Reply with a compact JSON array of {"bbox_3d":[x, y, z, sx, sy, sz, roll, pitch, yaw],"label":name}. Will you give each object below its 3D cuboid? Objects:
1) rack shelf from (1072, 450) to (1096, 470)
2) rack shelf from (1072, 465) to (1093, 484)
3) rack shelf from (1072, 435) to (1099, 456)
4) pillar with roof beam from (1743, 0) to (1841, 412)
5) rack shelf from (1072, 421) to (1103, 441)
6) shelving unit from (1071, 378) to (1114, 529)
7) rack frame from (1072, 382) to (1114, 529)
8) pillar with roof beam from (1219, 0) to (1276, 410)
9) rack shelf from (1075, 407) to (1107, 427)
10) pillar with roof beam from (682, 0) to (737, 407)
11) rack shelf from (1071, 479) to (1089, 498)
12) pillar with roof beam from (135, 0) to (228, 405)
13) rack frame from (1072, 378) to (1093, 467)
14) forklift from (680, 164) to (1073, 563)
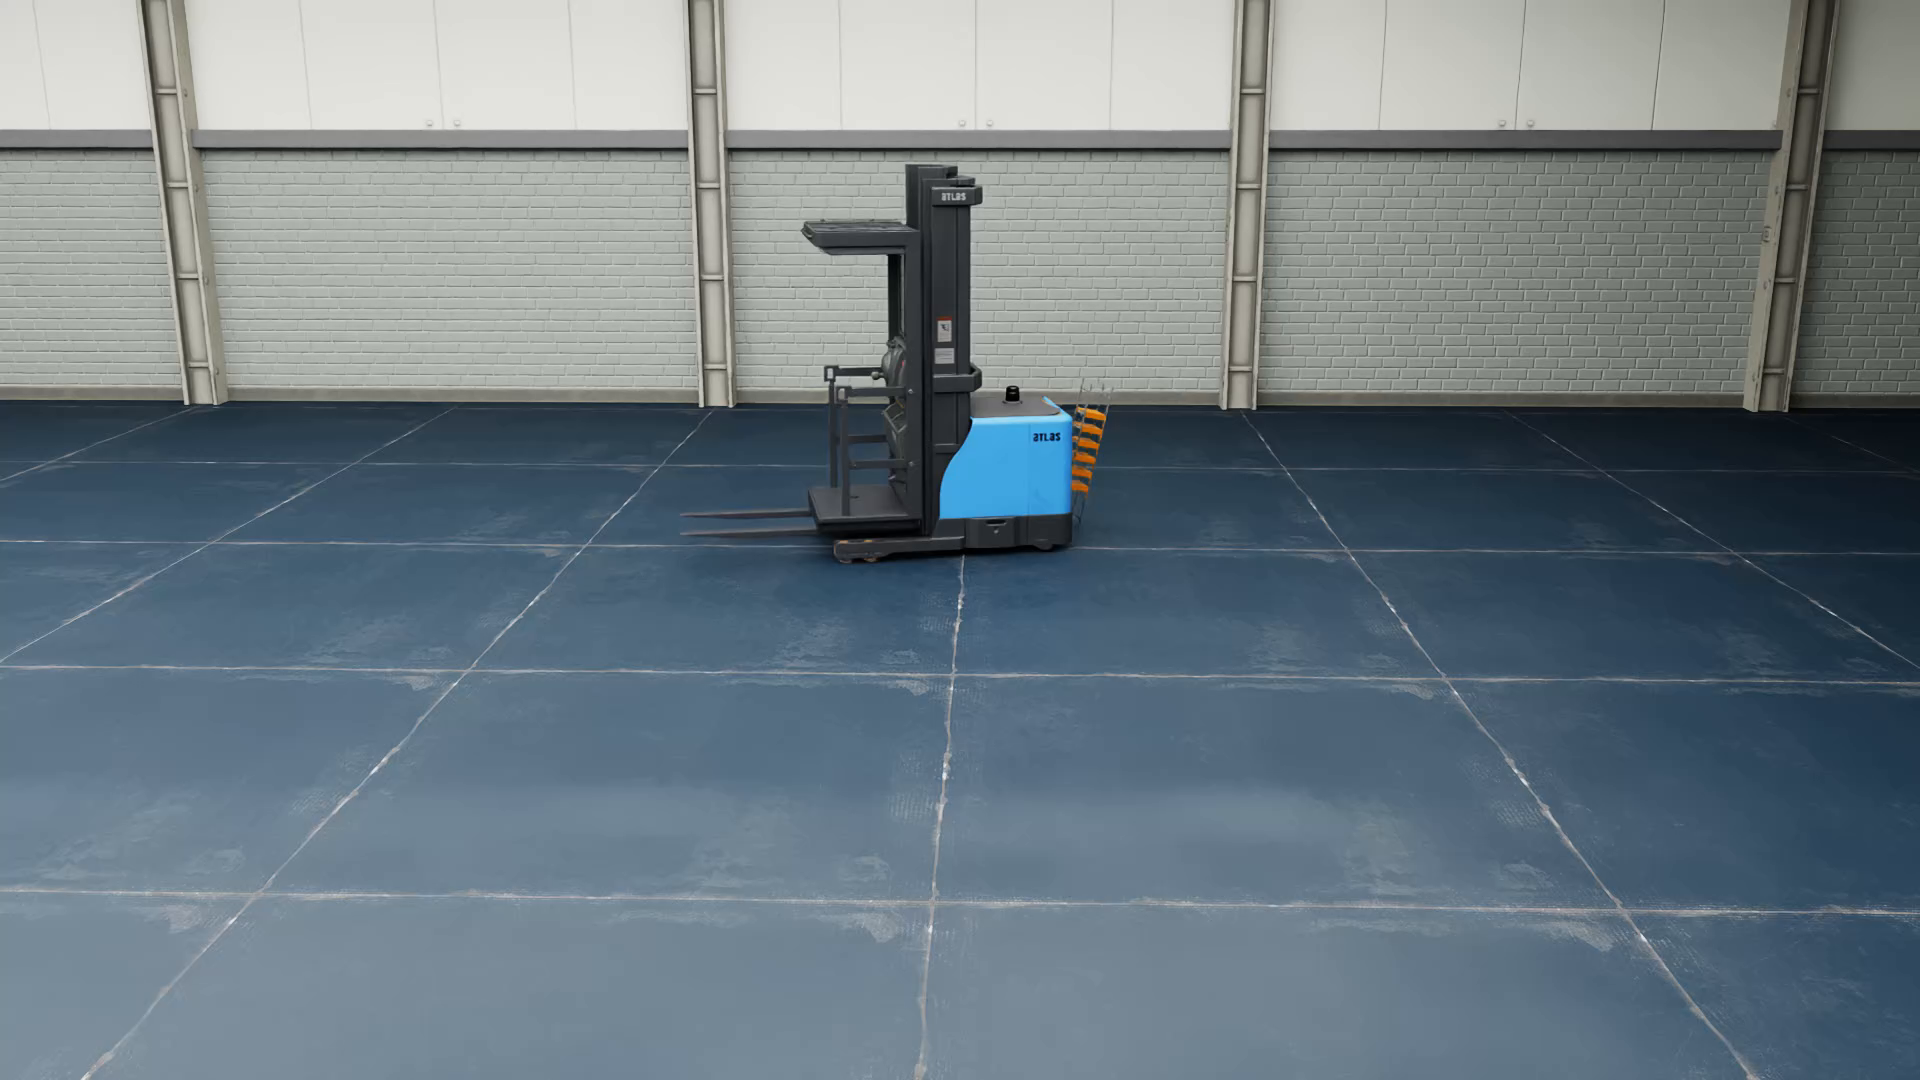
[{"bbox_3d":[0.984,-0.666,13.656,0.180,0.103,0.258,10,12,-17],"label":"rack shelf"},{"bbox_3d":[0.957,-0.551,13.680,0.180,0.103,0.258,10,12,-17],"label":"rack shelf"},{"bbox_3d":[1.010,-0.780,13.633,0.180,0.103,0.258,10,12,-17],"label":"rack shelf"},{"bbox_3d":[9.082,-4.744,13.683,0.400,9.000,9.100,0,15,1],"label":"pillar with roof beam"},{"bbox_3d":[1.037,-0.895,13.610,0.180,0.103,0.258,10,12,-17],"label":"rack shelf"},{"bbox_3d":[0.993,-0.708,13.648,0.189,1.200,0.258,10,12,-17],"label":"shelving unit"},{"bbox_3d":[1.080,-0.694,13.674,0.006,1.200,0.240,10,12,-17],"label":"rack frame"},{"bbox_3d":[3.084,-4.783,13.831,0.400,9.000,9.100,0,15,1],"label":"pillar with roof beam"},{"bbox_3d":[1.063,-1.010,13.586,0.180,0.103,0.258,10,12,-17],"label":"rack shelf"},{"bbox_3d":[-2.914,-4.823,13.979,0.400,9.000,9.100,0,15,1],"label":"pillar with roof beam"},{"bbox_3d":[0.930,-0.436,13.703,0.180,0.103,0.258,10,12,-17],"label":"rack shelf"},{"bbox_3d":[-8.912,-4.862,14.127,0.400,9.000,9.100,0,15,1],"label":"pillar with roof beam"},{"bbox_3d":[0.907,-0.723,13.622,0.006,1.200,0.240,10,12,-17],"label":"rack frame"},{"bbox_3d":[-0.685,-1.390,12.862,3.031,2.935,1.130,-2,15,-9],"label":"forklift"}]
